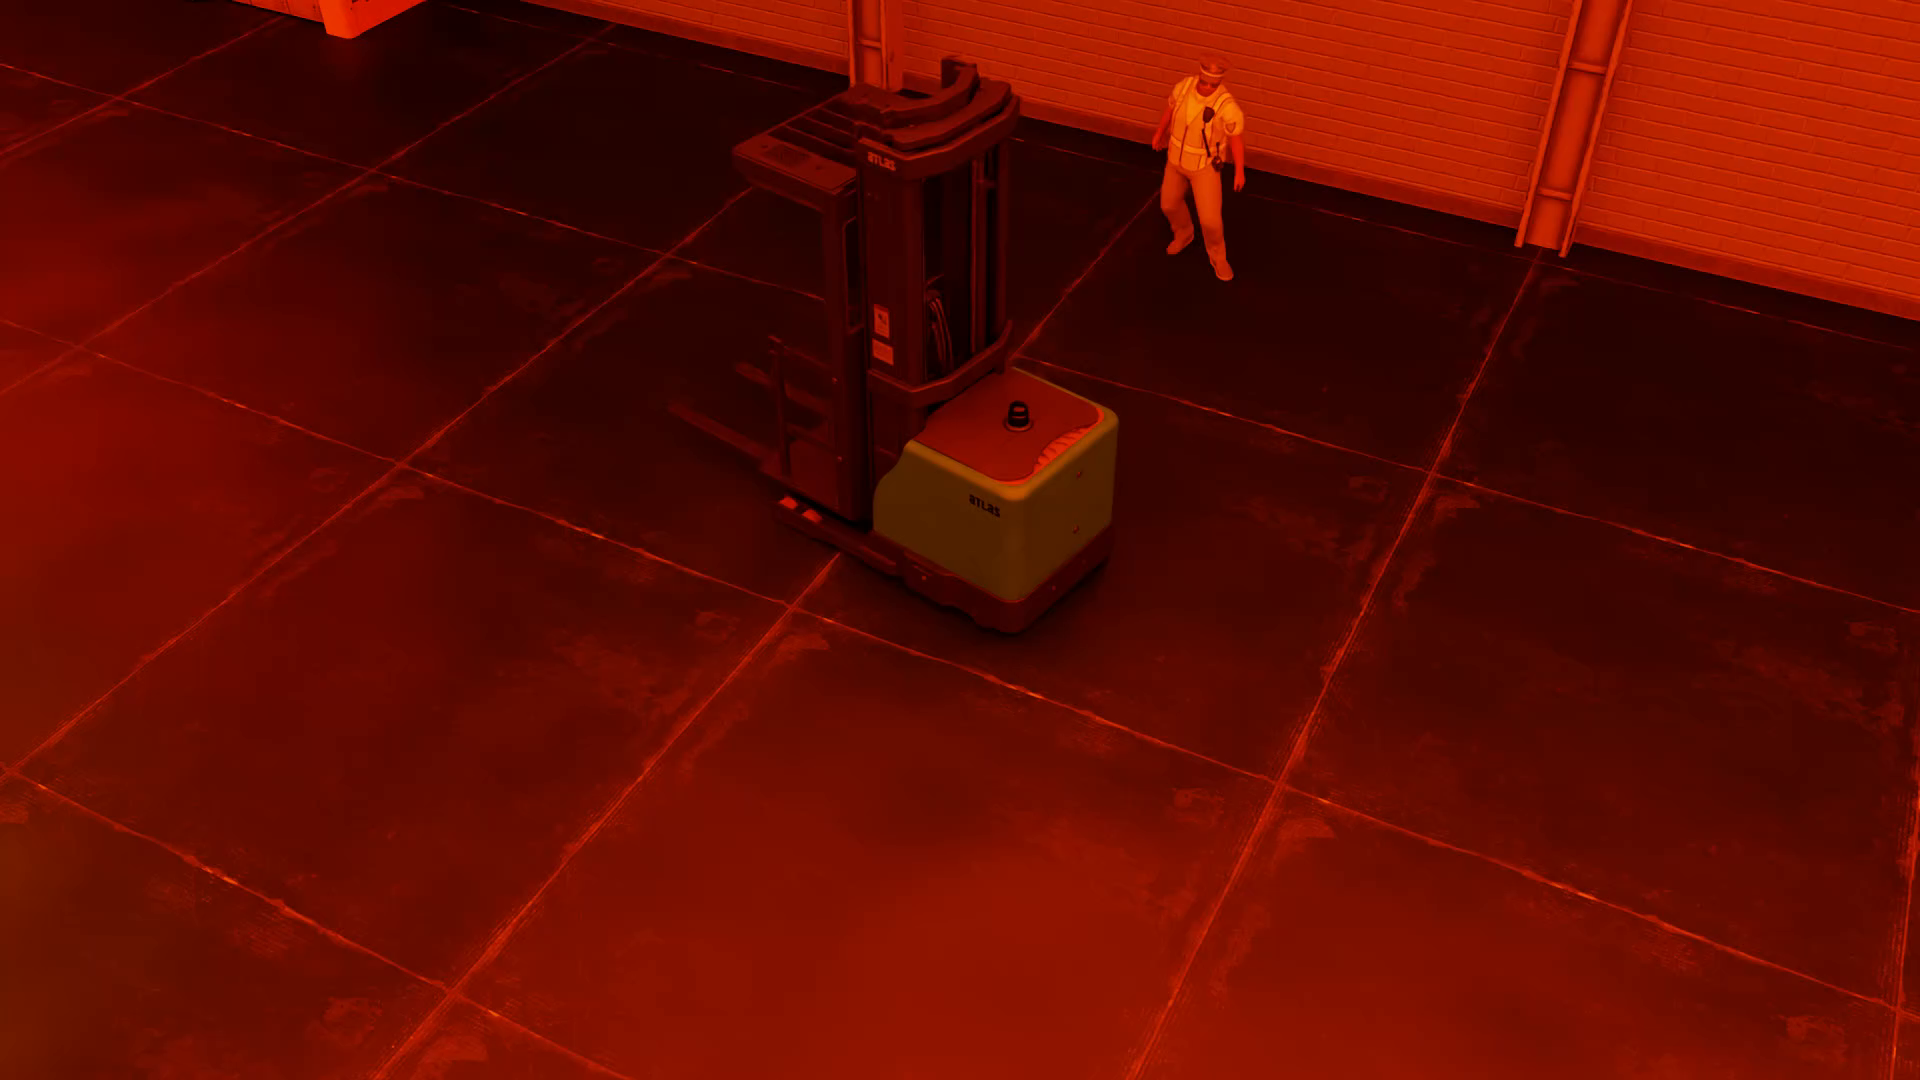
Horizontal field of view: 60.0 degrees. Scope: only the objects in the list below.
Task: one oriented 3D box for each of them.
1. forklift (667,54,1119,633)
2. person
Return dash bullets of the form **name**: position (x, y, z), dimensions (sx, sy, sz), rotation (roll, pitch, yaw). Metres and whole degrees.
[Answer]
- **forklift**: position (-0.544, -1.379, 9.624), dimensions (3.031, 2.935, 1.130), rotation (27, 47, 29)
- **person**: position (1.772, -2.818, 12.332), dimensions (0.896, 1.731, 0.461), rotation (31, 49, 32)
